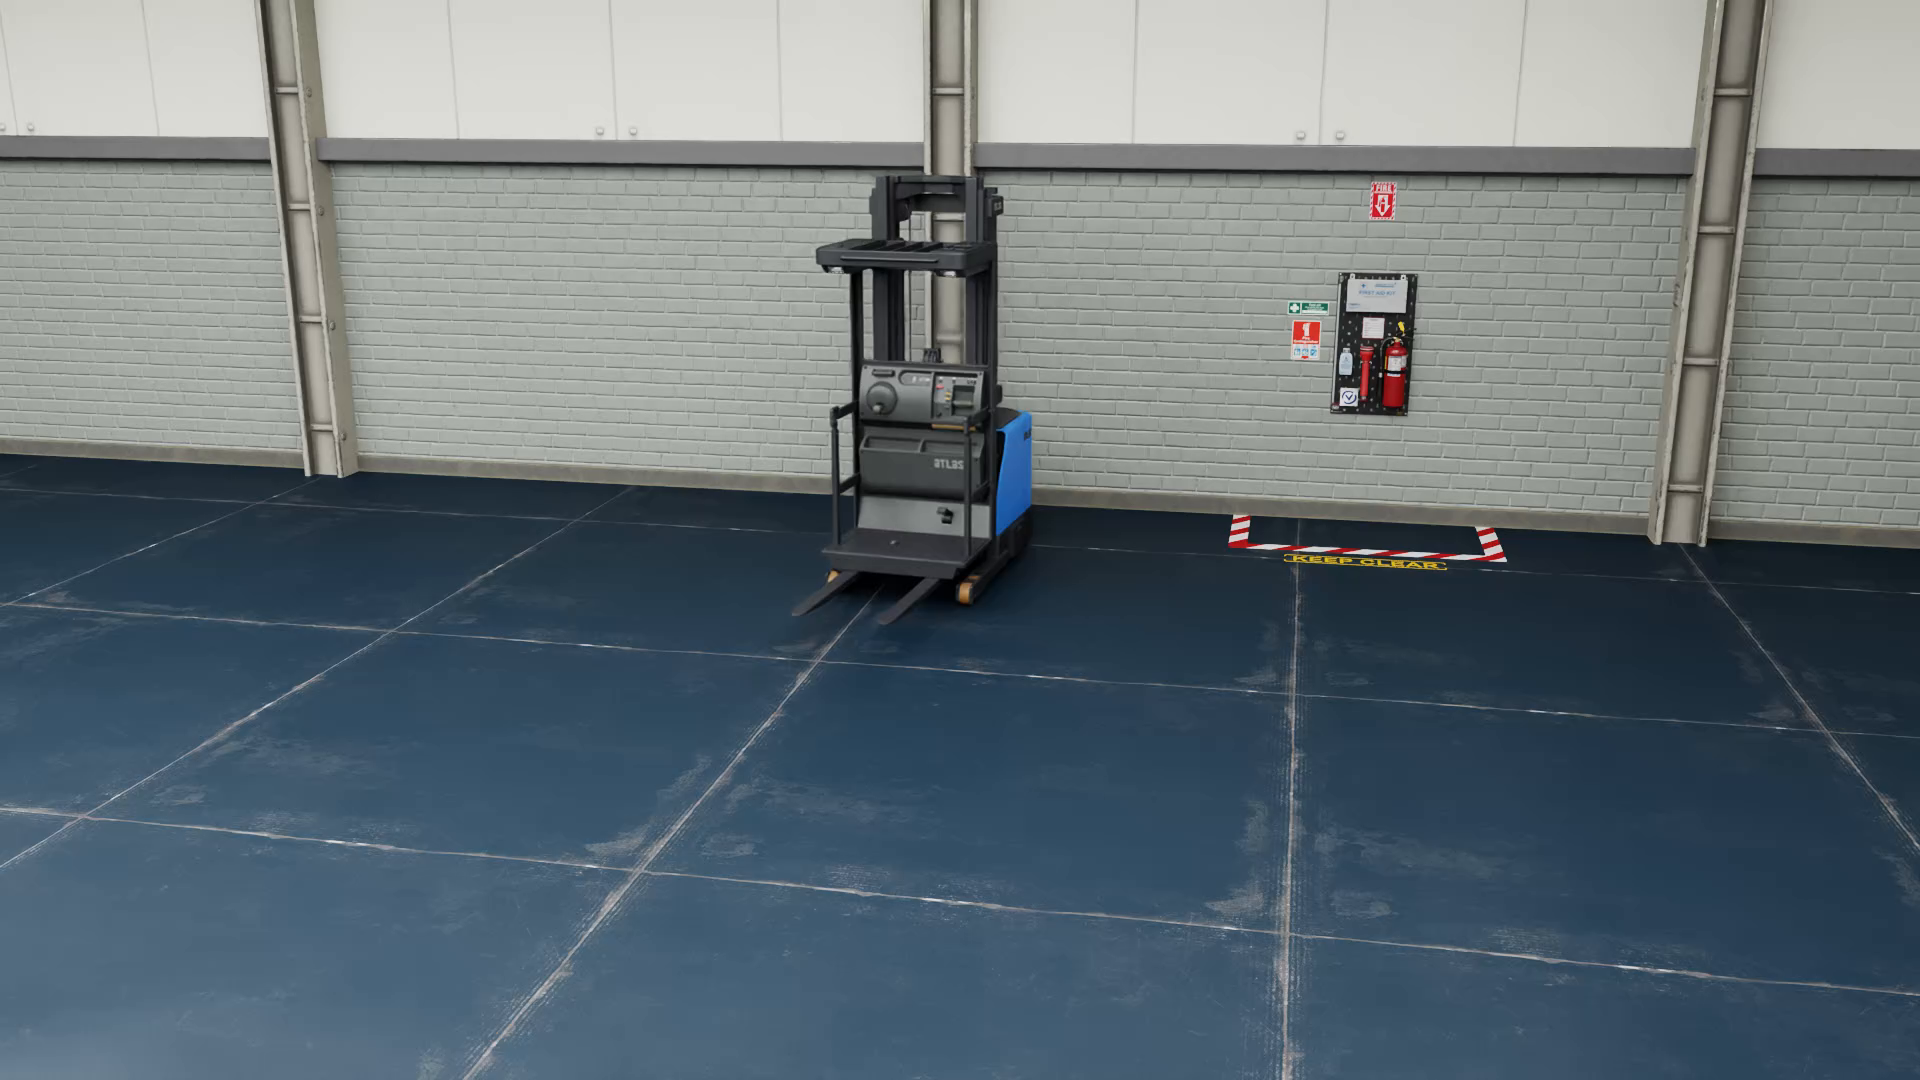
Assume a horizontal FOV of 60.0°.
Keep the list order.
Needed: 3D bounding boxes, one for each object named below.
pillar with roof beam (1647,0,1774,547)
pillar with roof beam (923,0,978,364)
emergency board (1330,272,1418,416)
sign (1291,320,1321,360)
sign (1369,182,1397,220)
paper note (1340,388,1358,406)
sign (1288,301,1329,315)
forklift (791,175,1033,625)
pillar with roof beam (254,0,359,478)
[{"bbox_3d":[4.947,-3.208,8.214,0.400,9.000,9.100,3,16,11],"label":"pillar with roof beam"},{"bbox_3d":[-0.933,-3.527,9.367,0.400,9.000,9.100,3,16,11],"label":"pillar with roof beam"},{"bbox_3d":[3.391,-1.584,13.592,0.643,1.169,0.194,3,16,11],"label":"emergency board"},{"bbox_3d":[2.869,-1.658,13.790,0.234,0.329,0.001,3,16,11],"label":"sign"},{"bbox_3d":[3.403,-2.728,13.378,0.199,0.298,0.001,3,16,11],"label":"sign"},{"bbox_3d":[3.231,-1.187,13.808,0.142,0.148,0.016,3,16,11],"label":"paper note"},{"bbox_3d":[2.872,-1.910,13.710,0.331,0.109,0.001,3,16,11],"label":"sign"},{"bbox_3d":[-0.340,-1.067,11.854,1.130,2.935,3.031,5,16,17],"label":"forklift"},{"bbox_3d":[-6.813,-3.846,10.519,0.400,9.000,9.100,3,16,11],"label":"pillar with roof beam"}]
